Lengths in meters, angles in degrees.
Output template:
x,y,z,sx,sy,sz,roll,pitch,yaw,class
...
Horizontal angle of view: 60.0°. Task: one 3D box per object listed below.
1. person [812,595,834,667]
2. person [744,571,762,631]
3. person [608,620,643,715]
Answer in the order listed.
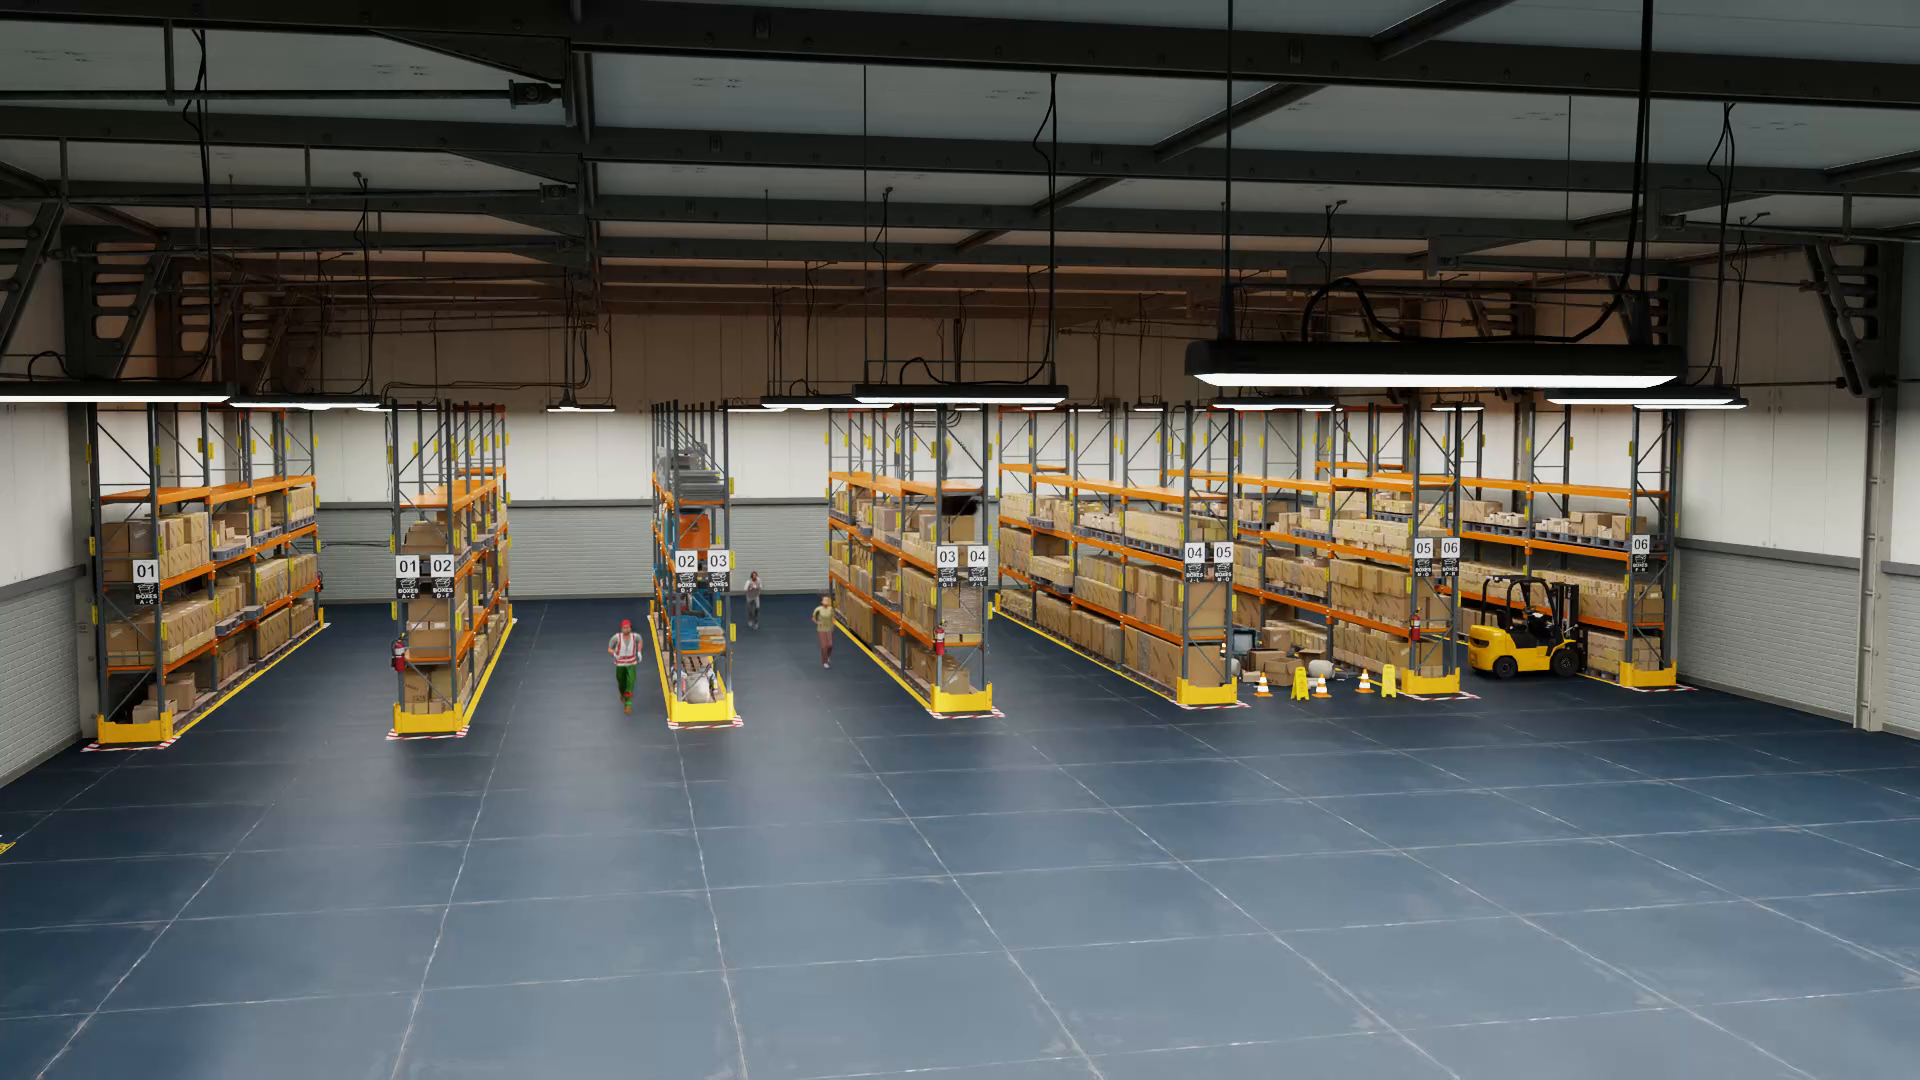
x,y,z,sx,sy,sz,roll,pitch,yaw,class
-3.075,2.069,37.708,0.567,1.641,0.563,-2,5,-22,person
-5.526,1.601,44.314,0.528,1.580,0.865,-1,5,-17,person
-6.452,2.410,32.094,0.667,1.764,1.131,-1,4,-13,person
